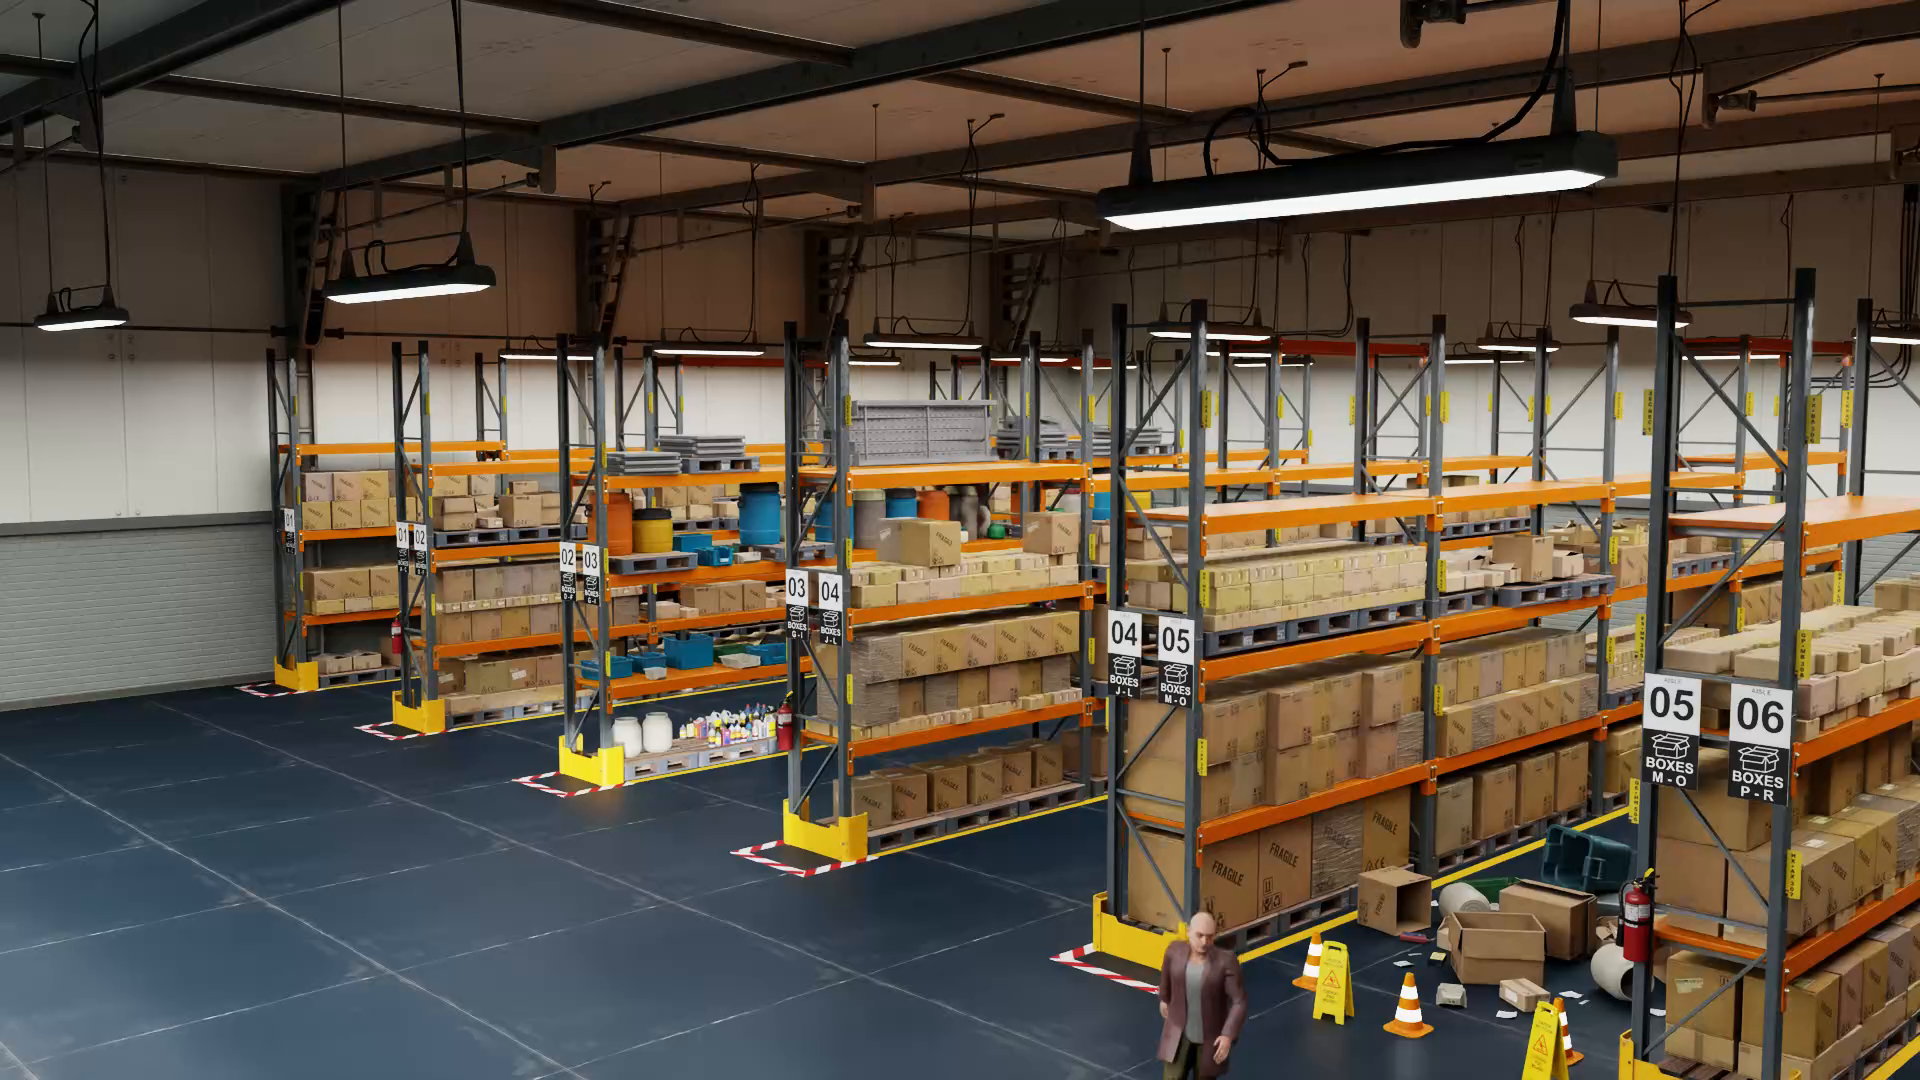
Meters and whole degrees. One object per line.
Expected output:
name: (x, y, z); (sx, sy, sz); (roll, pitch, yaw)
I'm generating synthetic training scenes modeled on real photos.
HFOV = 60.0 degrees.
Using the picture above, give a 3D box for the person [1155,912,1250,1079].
person: (1.600, 3.328, 11.154); (0.693, 1.729, 0.838); (2, 5, 19)
